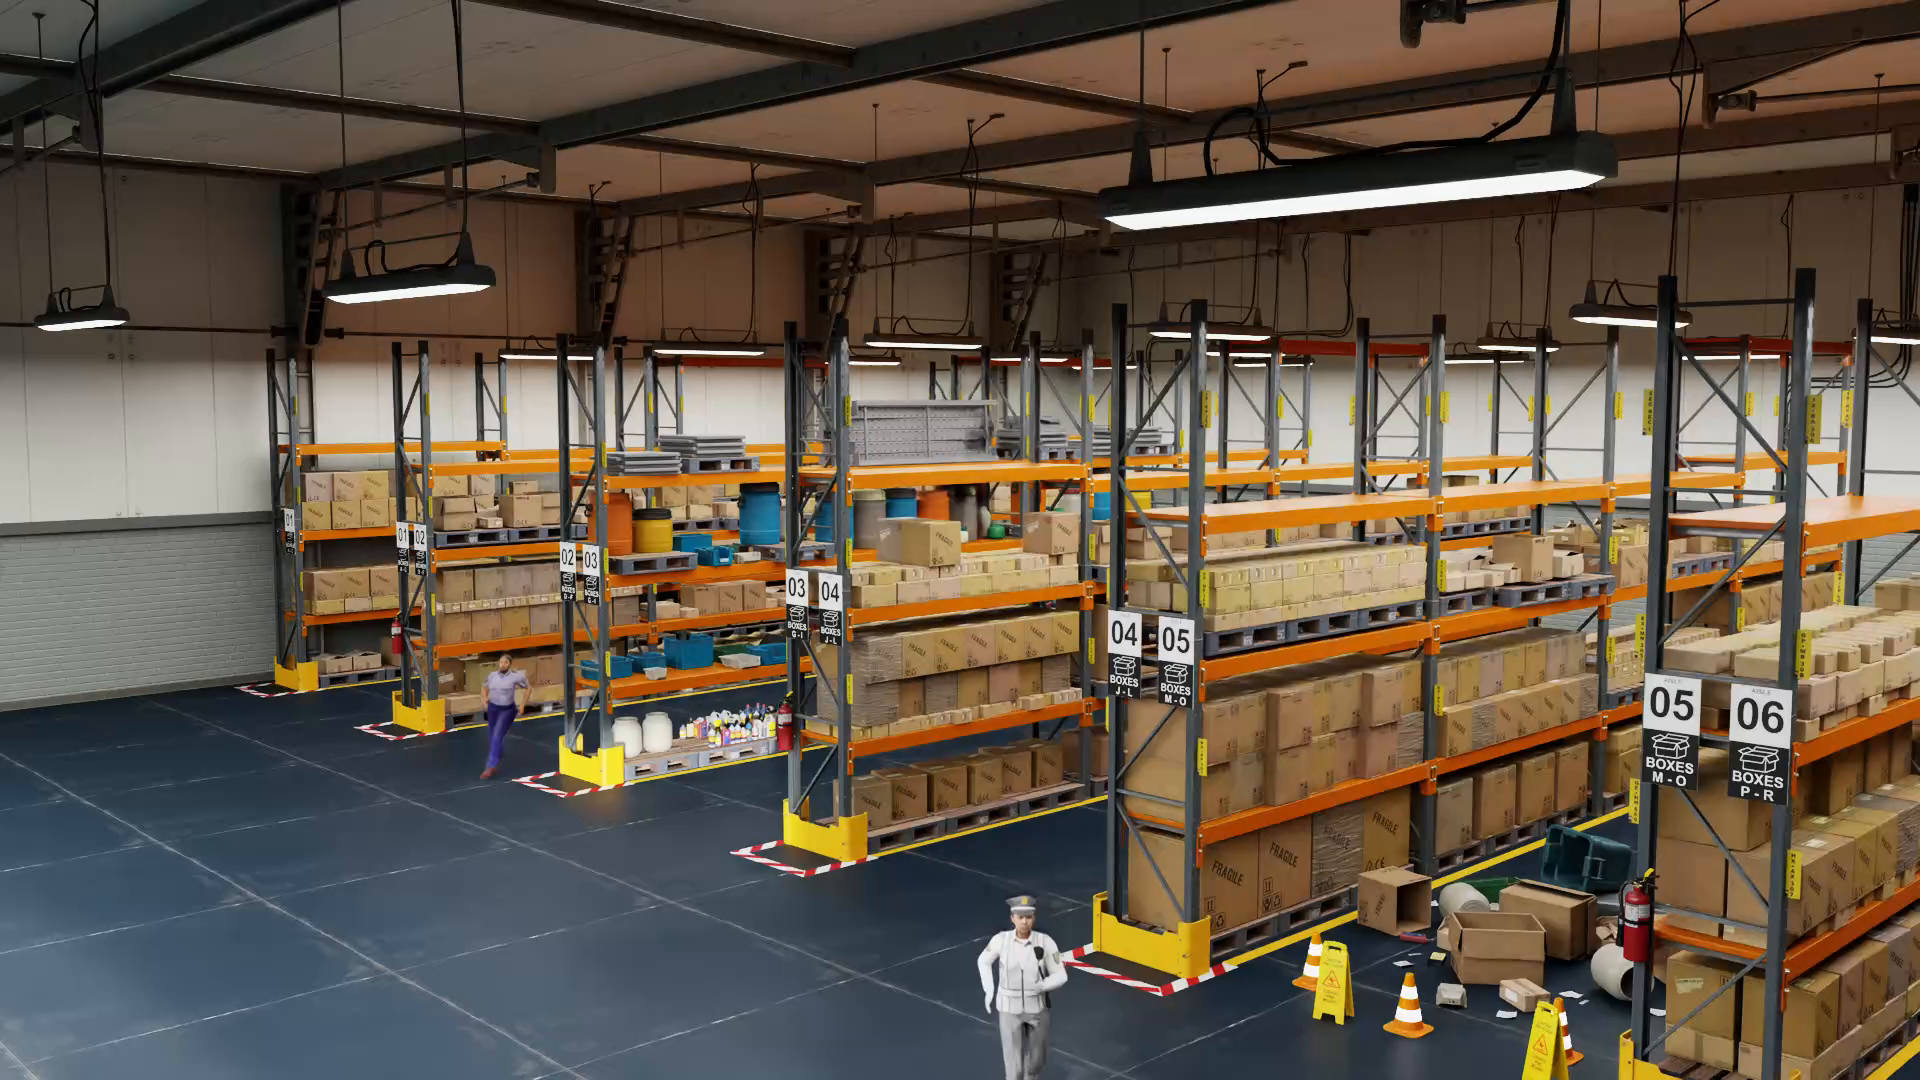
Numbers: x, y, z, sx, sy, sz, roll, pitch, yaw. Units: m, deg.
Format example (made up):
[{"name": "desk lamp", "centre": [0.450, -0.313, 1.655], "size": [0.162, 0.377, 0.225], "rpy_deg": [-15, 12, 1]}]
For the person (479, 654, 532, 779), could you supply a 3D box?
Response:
[{"name": "person", "centre": [-6.286, 2.390, 22.802], "size": [0.697, 1.670, 0.827], "rpy_deg": [1, 5, 15]}]

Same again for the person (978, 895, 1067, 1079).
[{"name": "person", "centre": [0.441, 3.299, 11.664], "size": [0.617, 1.673, 0.918], "rpy_deg": [0, 5, -3]}]
